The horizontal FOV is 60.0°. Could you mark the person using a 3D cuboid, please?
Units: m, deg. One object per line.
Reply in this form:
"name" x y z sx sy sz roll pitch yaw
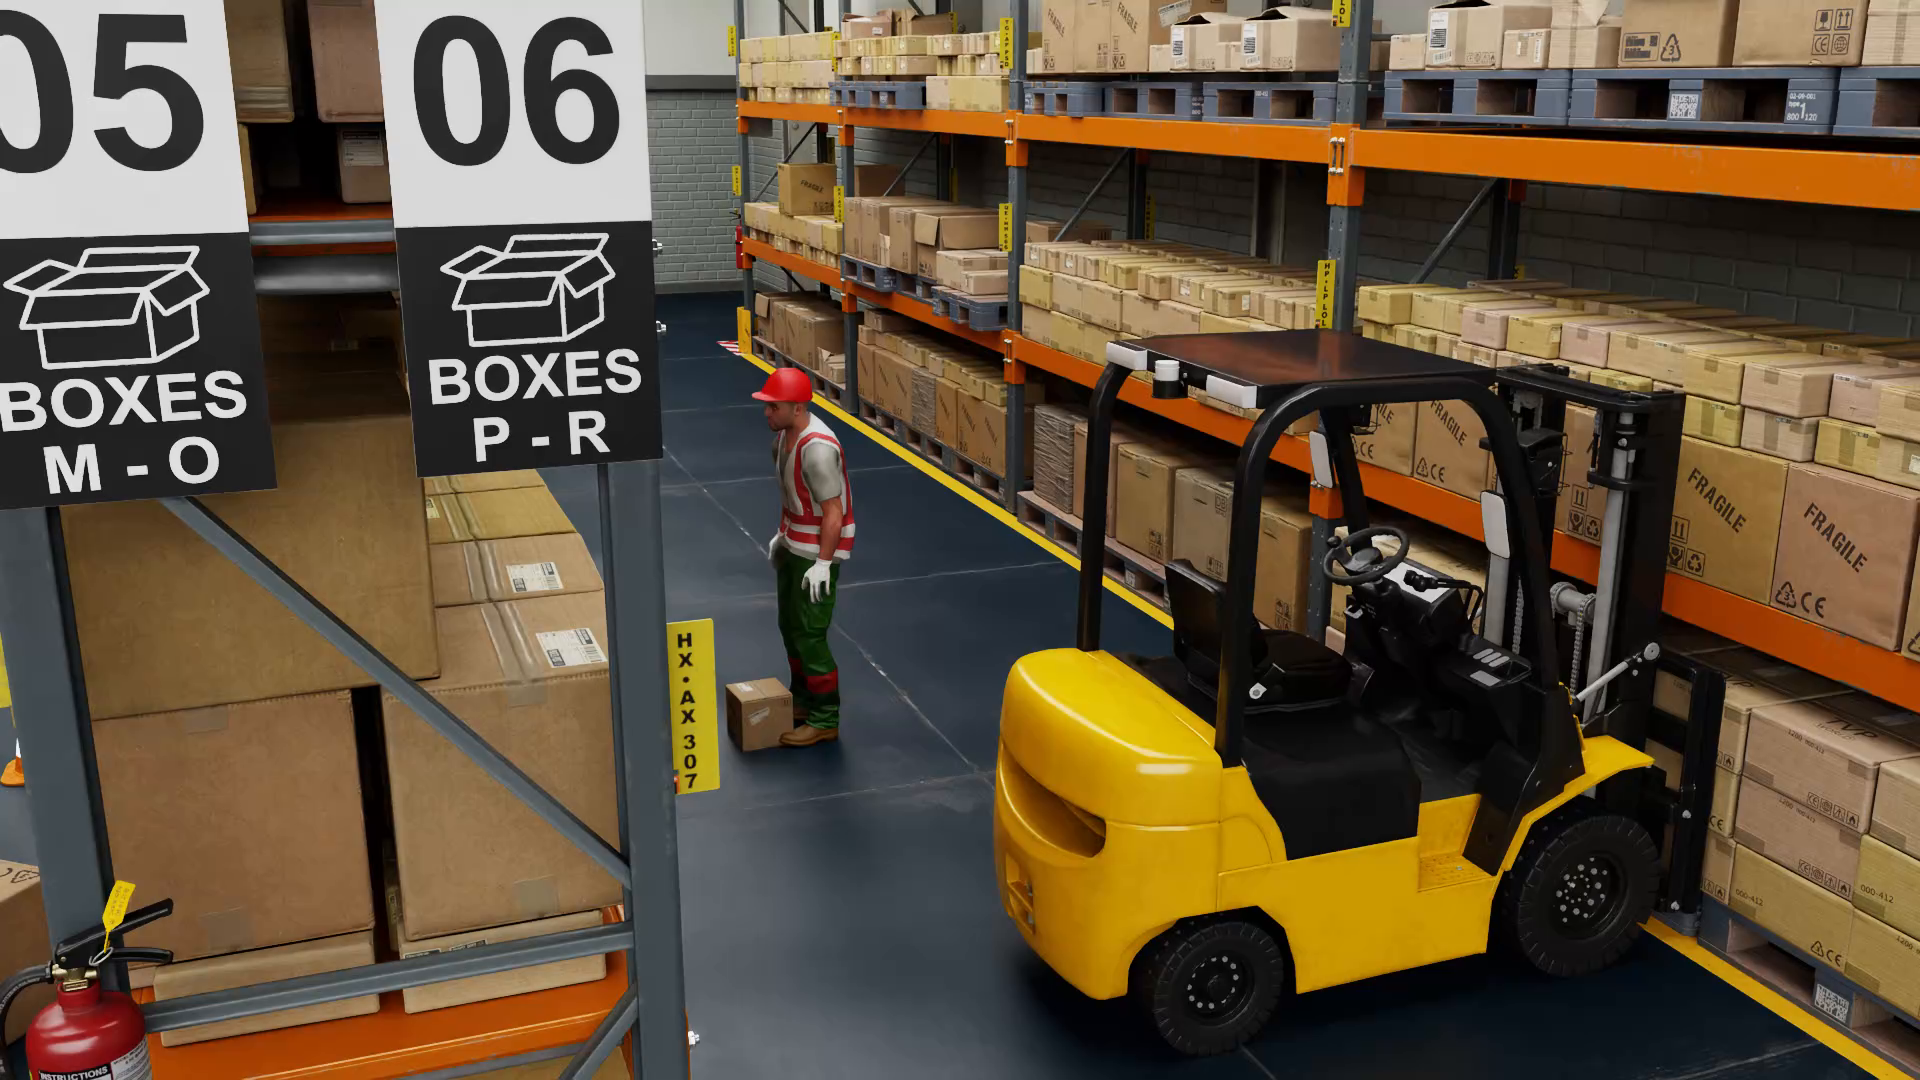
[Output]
"person" -0.734 0.071 7.741 0.453 1.778 0.615 -7 17 -24
